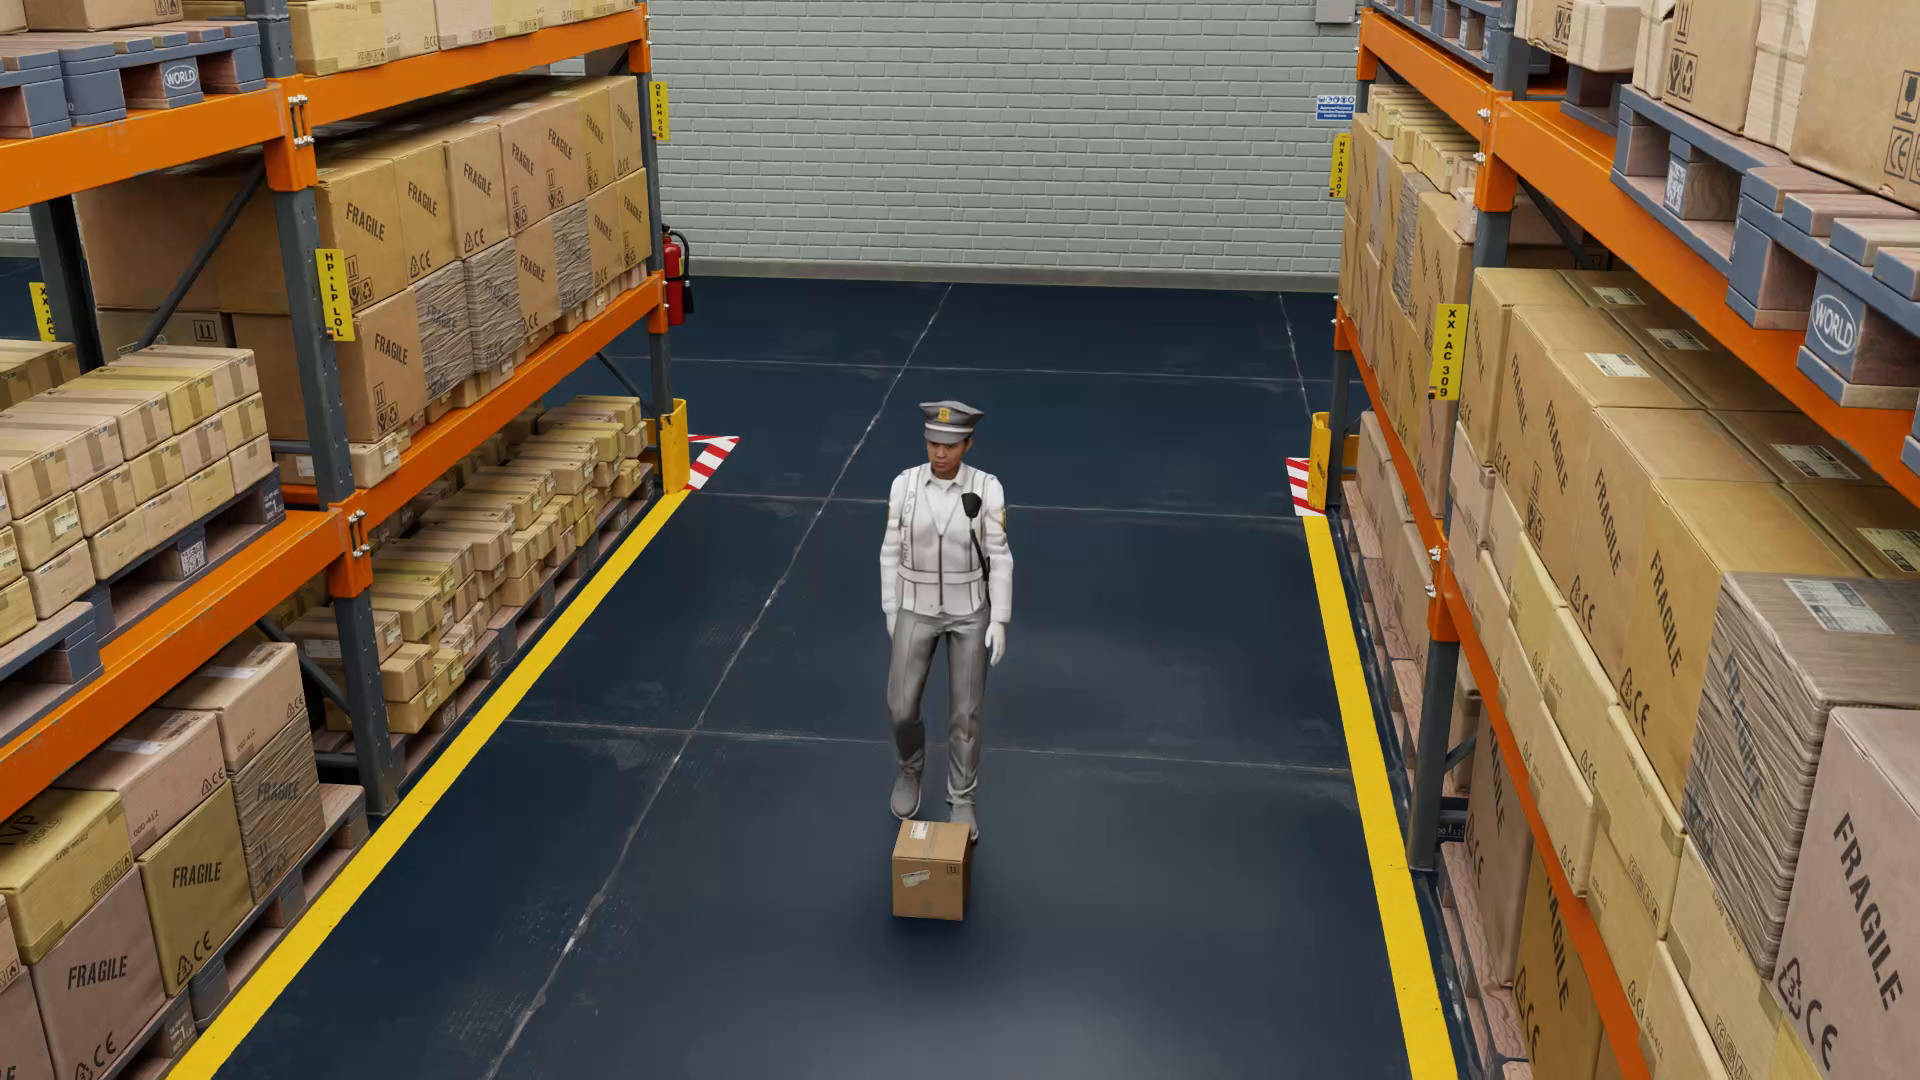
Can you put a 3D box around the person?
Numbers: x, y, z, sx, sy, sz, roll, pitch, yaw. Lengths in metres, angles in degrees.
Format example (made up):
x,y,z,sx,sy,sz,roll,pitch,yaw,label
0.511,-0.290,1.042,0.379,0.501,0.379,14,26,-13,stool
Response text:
x,y,z,sx,sy,sz,roll,pitch,yaw,label
-0.056,0.316,6.230,0.508,1.702,0.490,1,21,3,person
